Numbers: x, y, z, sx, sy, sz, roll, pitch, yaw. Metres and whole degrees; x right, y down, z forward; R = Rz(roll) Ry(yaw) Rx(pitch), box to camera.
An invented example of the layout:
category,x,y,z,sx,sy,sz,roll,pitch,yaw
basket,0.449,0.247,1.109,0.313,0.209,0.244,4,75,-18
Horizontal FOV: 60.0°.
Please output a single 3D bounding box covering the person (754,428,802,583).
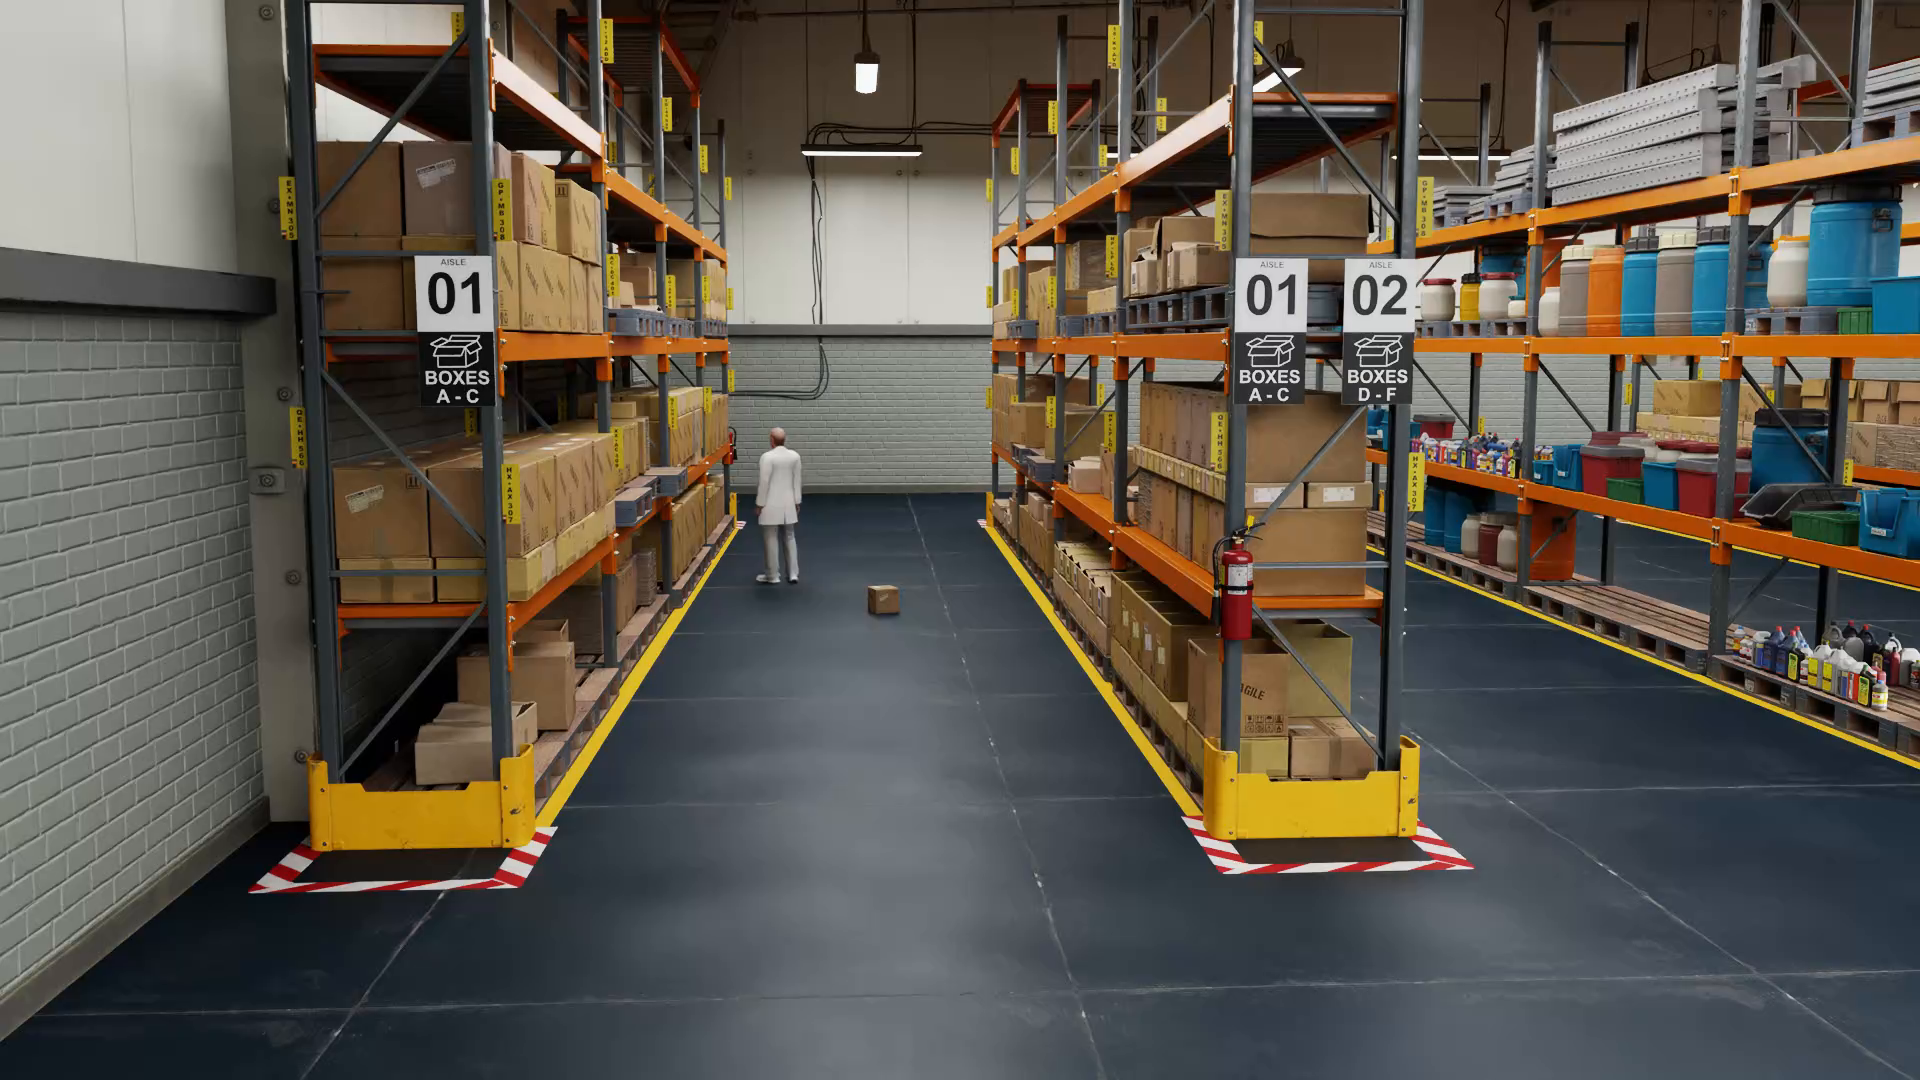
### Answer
category,x,y,z,sx,sy,sz,roll,pitch,yaw
person,-2.121,-0.391,19.170,0.582,1.808,0.400,-5,9,-38
